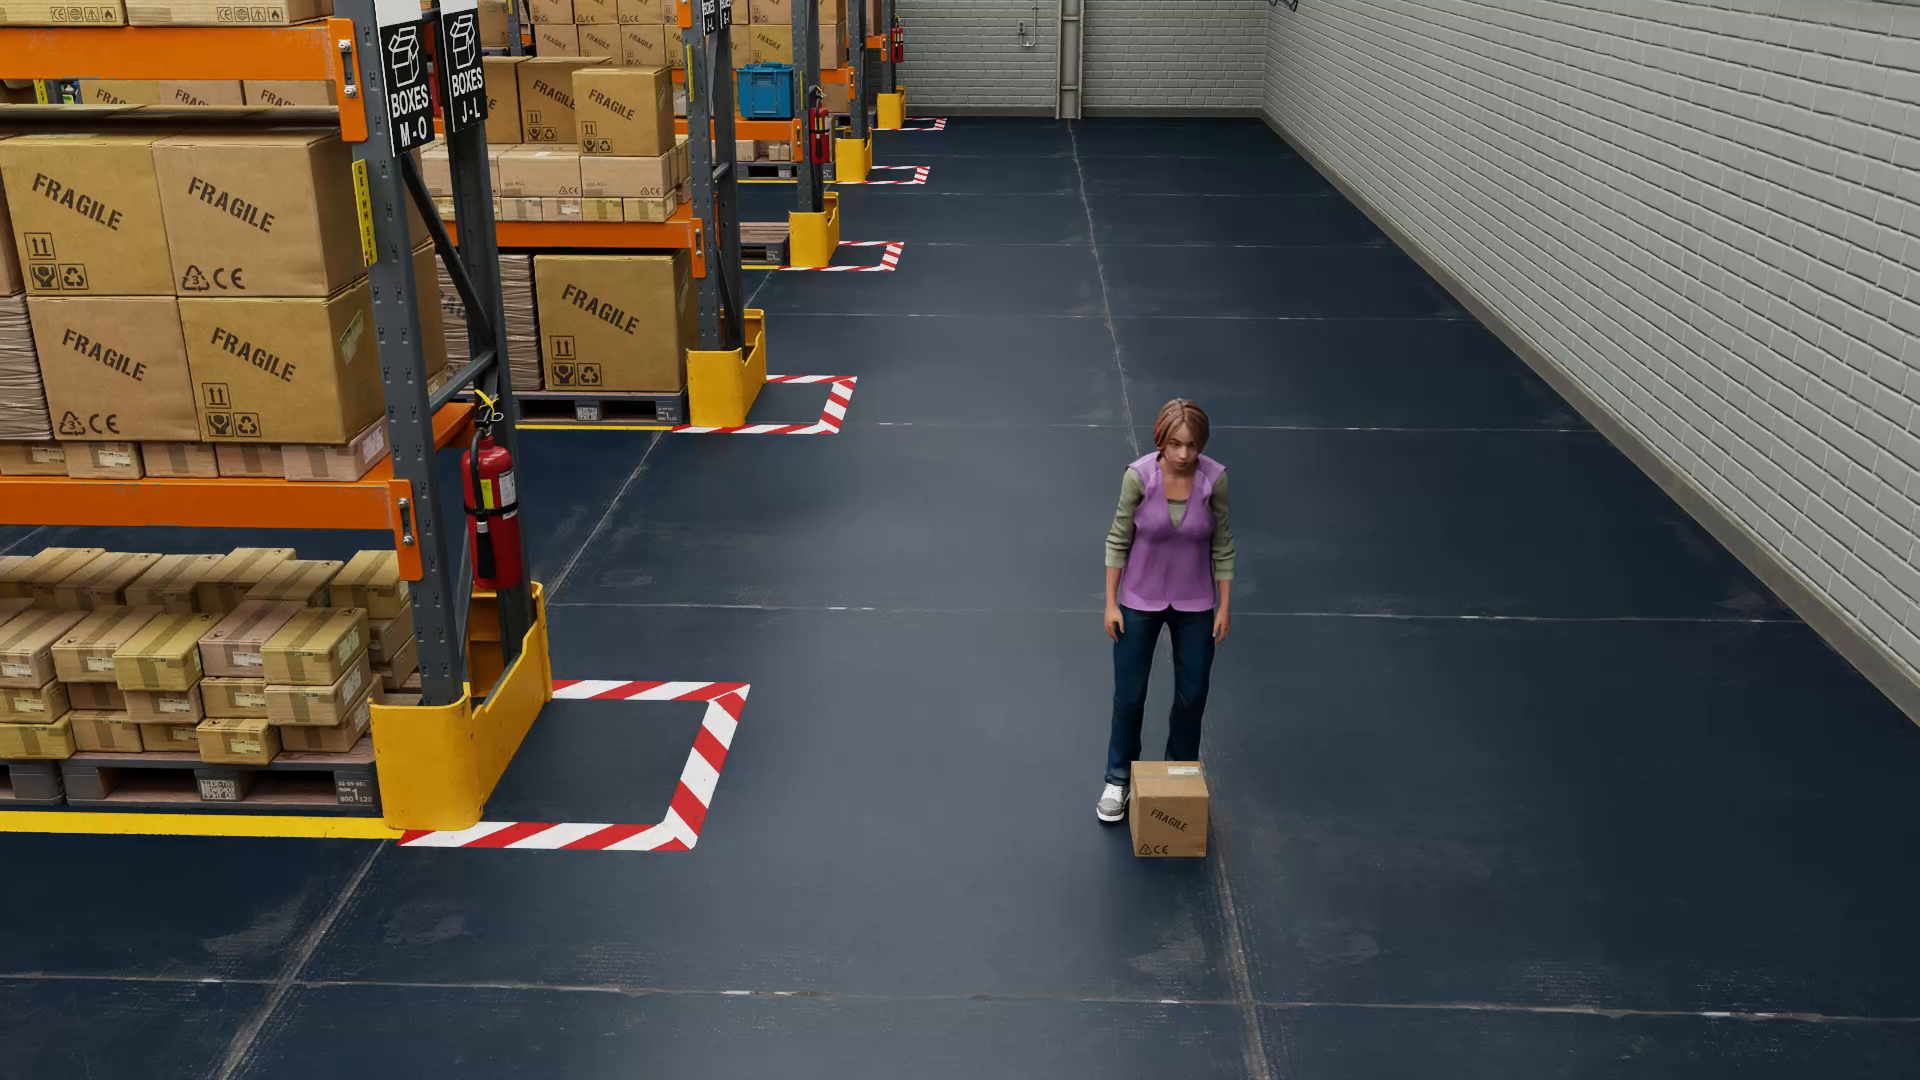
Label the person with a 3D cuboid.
[{"bbox_3d":[0.742,0.271,5.957,0.462,1.548,0.344,1,21,2],"label":"person"}]
